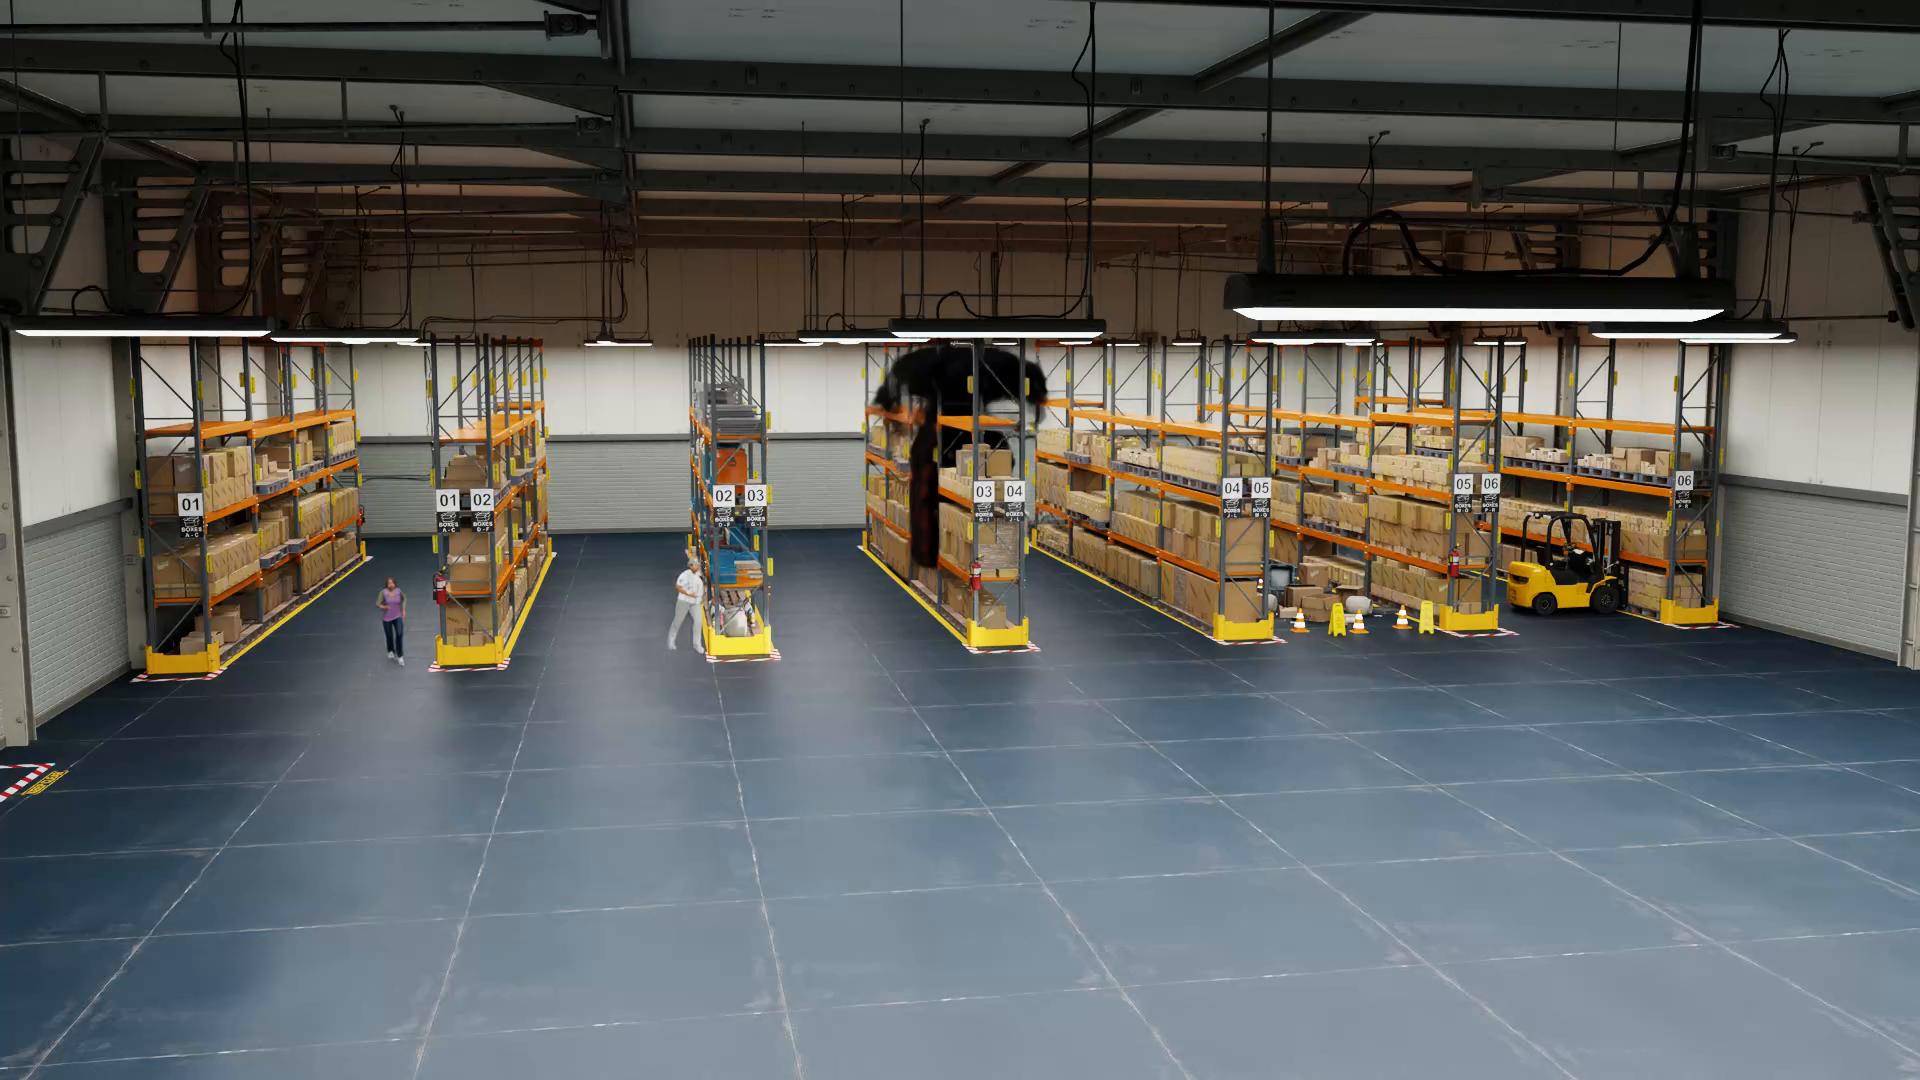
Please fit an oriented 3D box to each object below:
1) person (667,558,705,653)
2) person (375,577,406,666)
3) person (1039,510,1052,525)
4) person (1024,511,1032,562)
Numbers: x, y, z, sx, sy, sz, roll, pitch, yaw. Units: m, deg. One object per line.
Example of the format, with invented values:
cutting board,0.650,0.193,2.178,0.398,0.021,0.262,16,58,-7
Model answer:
person,-4.906,1.174,30.392,0.823,1.693,0.680,6,9,43
person,-10.380,1.465,30.376,0.563,1.622,0.763,-3,7,-24
person,2.661,-0.822,49.976,0.650,1.676,0.770,2,7,15
person,1.660,-0.222,44.739,0.555,1.654,0.550,0,7,-4
